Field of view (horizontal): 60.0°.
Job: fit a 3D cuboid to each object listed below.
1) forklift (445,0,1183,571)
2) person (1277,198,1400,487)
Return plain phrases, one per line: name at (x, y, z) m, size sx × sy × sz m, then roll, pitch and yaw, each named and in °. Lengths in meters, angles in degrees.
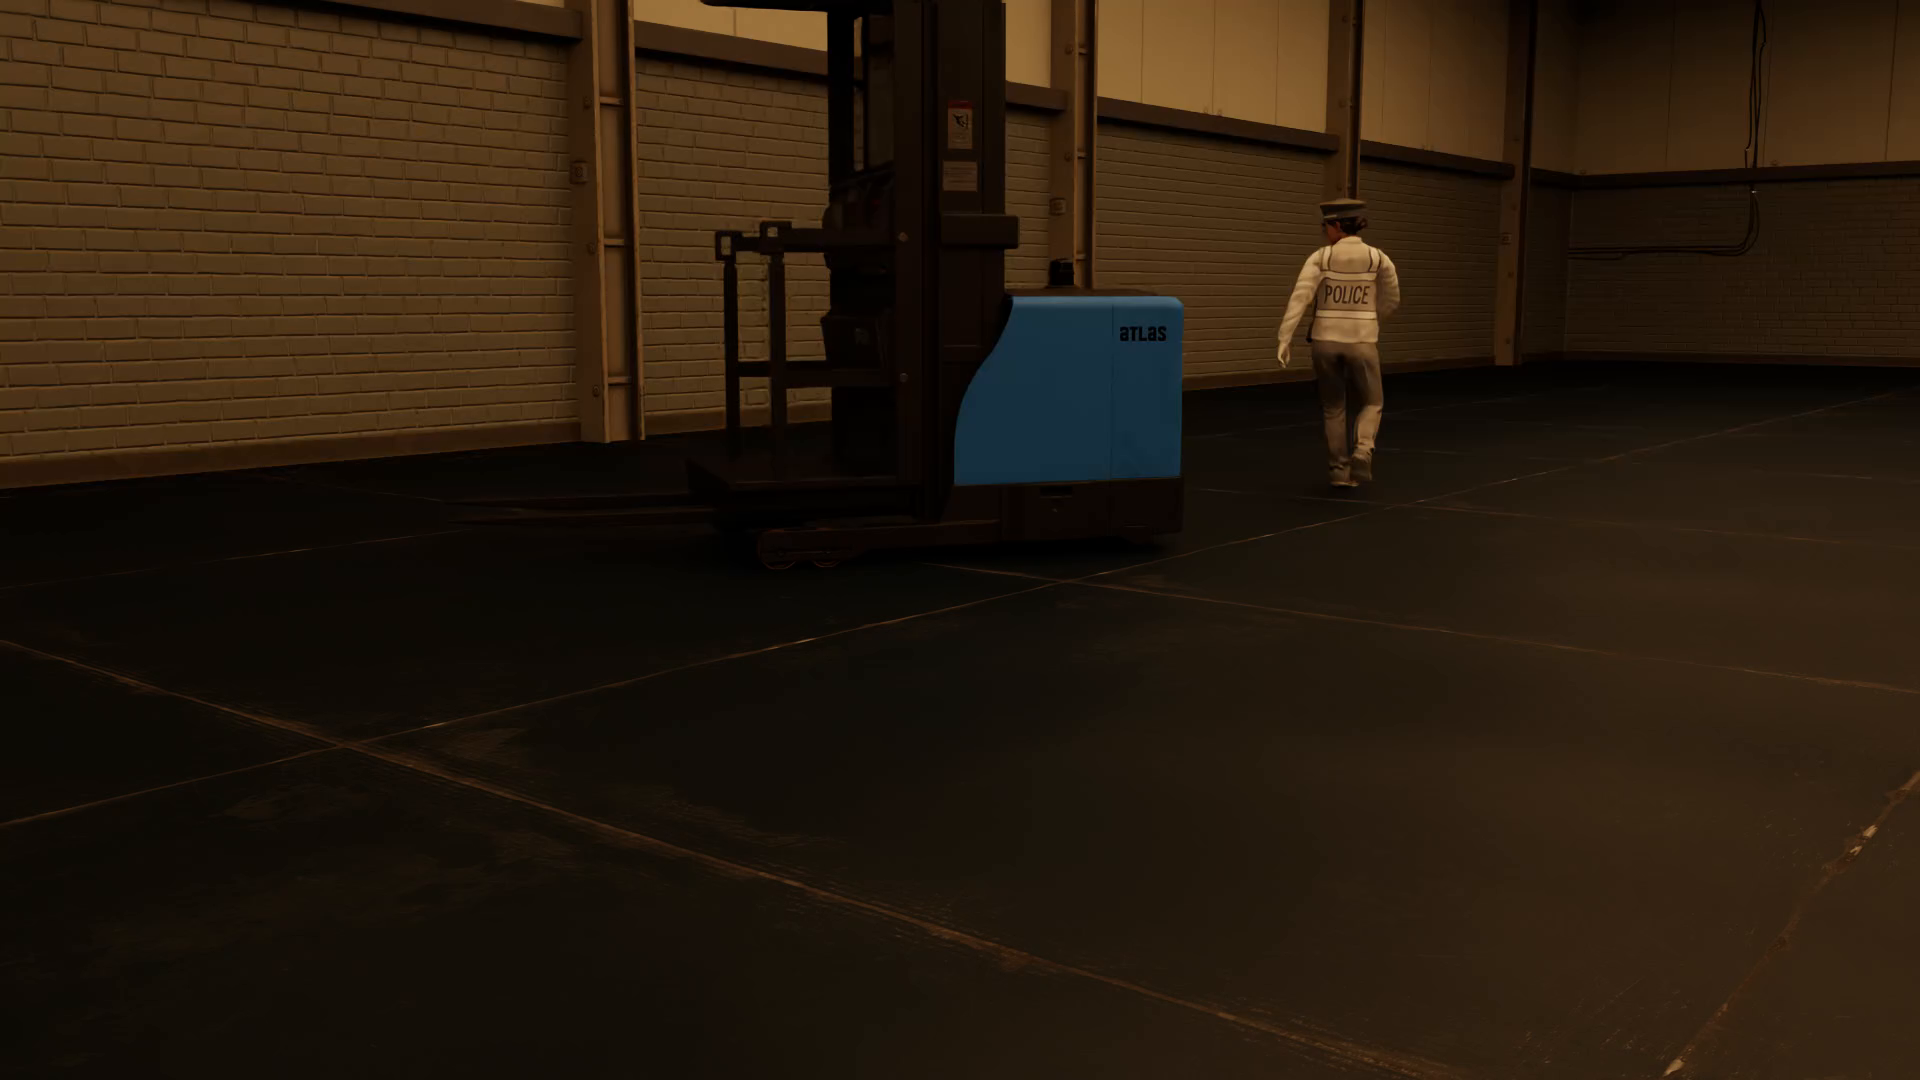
forklift at (-0.614, -1.414, 6.947) m, size 3.031 × 2.935 × 1.130 m, roll -3°, pitch 9°, yaw -18°
person at (2.115, -1.079, 9.263) m, size 0.620 × 1.612 × 0.593 m, roll 3°, pitch 9°, yaw 21°
